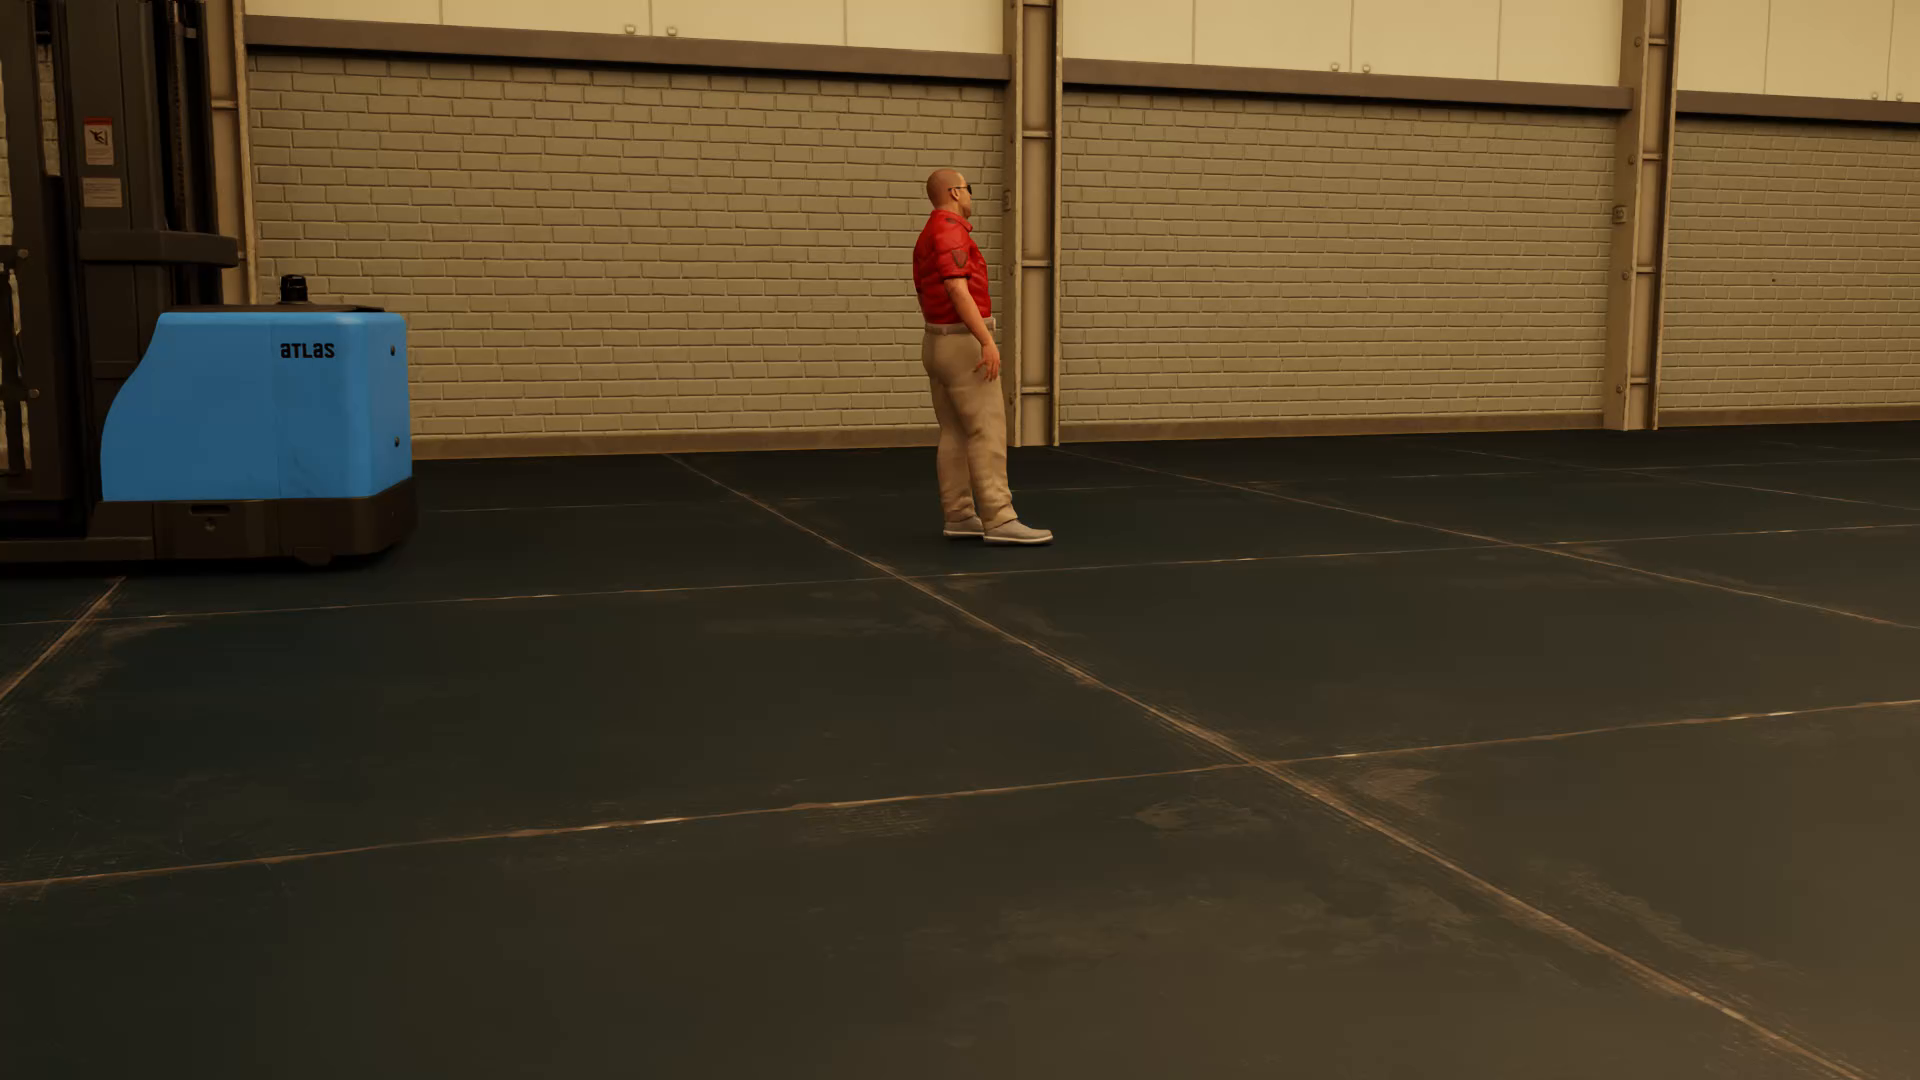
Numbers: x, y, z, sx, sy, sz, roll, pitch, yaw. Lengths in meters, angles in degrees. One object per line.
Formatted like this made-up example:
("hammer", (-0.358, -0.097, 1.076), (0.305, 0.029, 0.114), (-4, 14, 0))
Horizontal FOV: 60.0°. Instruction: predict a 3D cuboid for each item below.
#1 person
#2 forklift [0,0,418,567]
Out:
("person", (0.089, -0.866, 7.823), (0.551, 1.727, 0.640), (-3, 8, -18))
("forklift", (-4.007, -1.361, 7.052), (3.031, 2.935, 1.130), (-1, 8, -8))
